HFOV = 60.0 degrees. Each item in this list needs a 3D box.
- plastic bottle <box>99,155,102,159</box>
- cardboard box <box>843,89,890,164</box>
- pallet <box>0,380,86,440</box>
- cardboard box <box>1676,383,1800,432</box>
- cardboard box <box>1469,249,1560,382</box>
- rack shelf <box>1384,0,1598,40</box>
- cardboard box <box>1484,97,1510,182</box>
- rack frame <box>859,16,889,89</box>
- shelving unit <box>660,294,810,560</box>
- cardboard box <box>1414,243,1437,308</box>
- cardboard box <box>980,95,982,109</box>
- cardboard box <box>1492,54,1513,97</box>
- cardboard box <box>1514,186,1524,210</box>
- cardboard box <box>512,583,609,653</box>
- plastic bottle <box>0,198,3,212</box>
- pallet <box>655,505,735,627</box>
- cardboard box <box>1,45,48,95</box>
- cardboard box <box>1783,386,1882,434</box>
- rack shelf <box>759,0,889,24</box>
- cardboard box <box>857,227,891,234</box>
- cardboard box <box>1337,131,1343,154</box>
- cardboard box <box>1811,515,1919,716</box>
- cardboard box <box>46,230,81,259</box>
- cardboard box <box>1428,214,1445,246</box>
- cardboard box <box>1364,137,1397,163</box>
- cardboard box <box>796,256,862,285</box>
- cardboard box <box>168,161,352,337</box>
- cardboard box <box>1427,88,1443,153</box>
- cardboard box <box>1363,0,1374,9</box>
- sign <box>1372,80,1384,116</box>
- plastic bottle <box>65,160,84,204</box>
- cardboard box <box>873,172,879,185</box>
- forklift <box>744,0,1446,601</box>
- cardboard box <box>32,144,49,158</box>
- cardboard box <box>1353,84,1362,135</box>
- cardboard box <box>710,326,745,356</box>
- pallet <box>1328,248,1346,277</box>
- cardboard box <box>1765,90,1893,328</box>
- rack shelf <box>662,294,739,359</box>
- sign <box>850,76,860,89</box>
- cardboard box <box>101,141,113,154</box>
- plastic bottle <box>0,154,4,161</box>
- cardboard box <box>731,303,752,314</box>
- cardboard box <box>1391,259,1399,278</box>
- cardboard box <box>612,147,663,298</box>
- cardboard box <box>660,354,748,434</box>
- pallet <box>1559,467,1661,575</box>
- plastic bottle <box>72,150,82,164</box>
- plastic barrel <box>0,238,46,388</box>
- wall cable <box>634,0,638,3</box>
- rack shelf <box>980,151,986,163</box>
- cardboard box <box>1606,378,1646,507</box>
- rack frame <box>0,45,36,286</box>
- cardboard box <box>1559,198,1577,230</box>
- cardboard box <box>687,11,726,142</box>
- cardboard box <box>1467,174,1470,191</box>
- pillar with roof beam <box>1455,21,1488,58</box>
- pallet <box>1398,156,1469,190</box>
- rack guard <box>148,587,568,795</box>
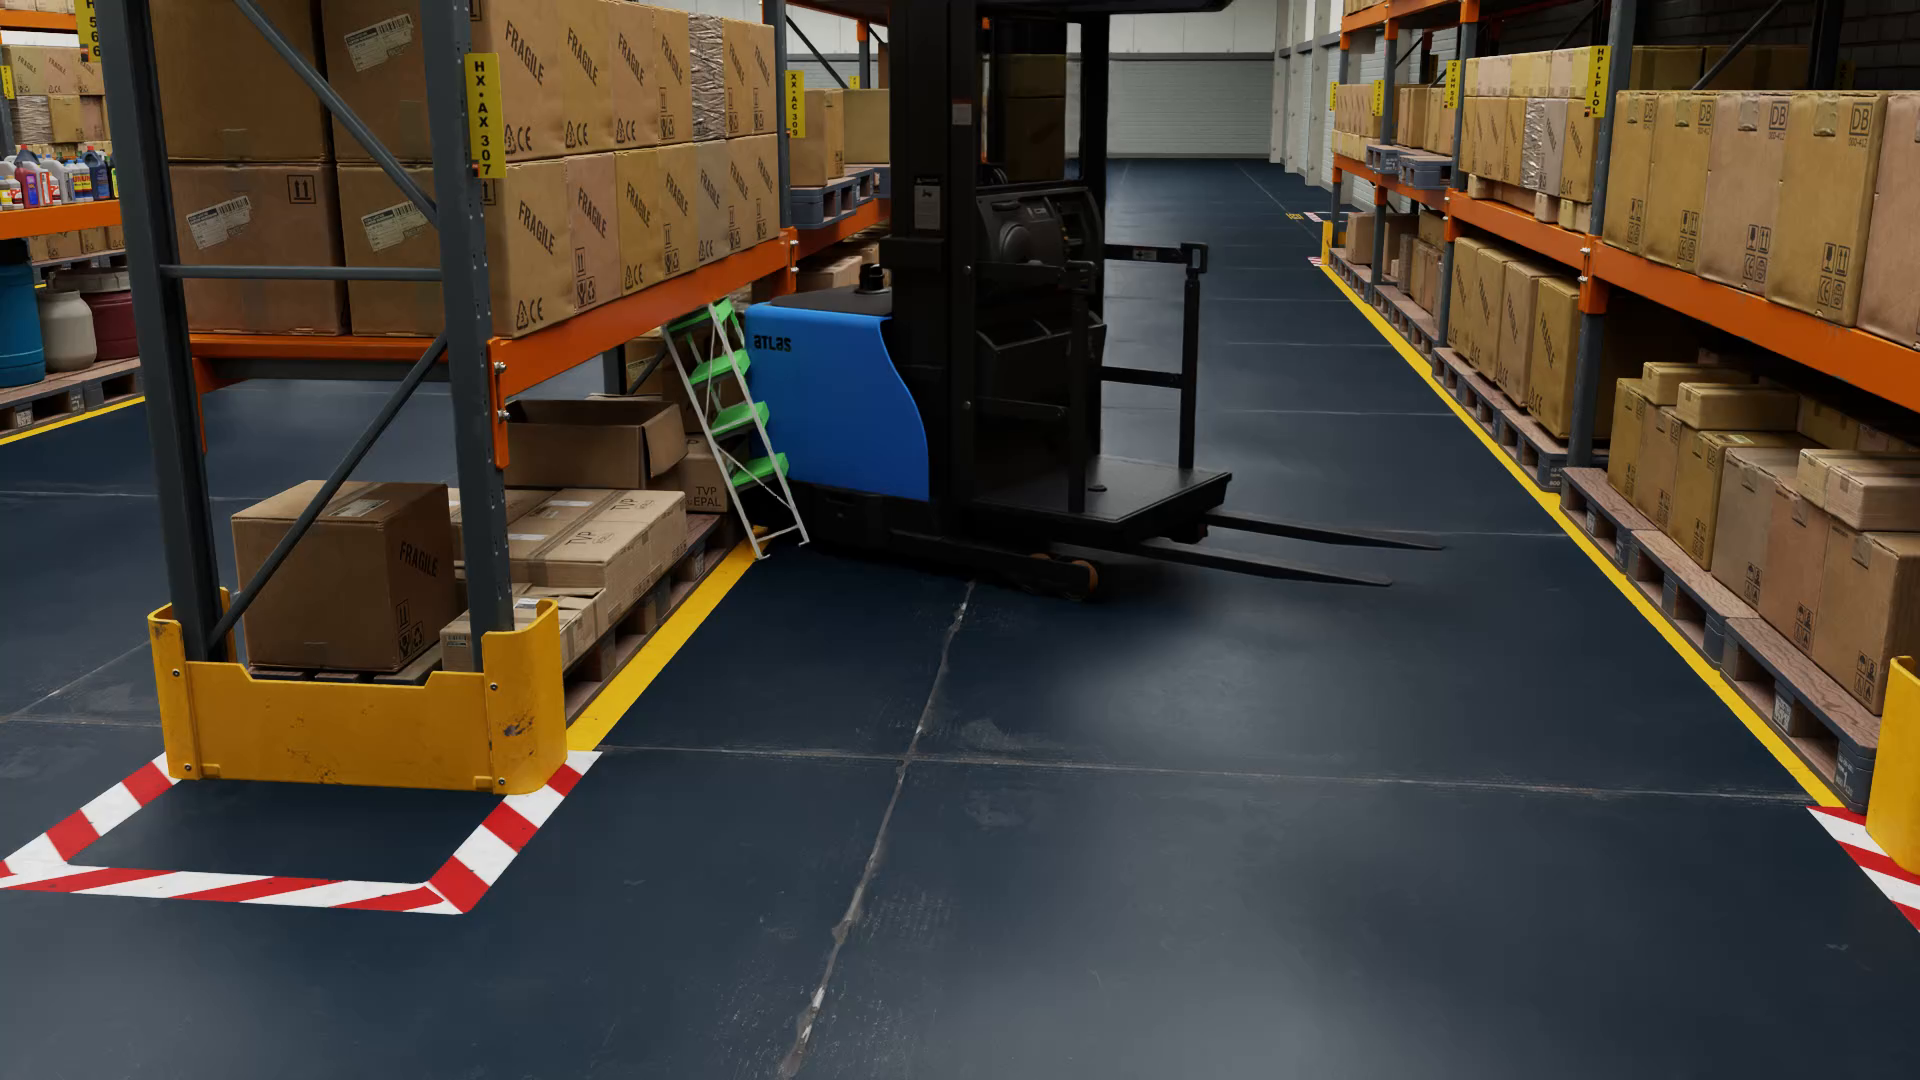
[{"bbox_3d":[-5.752,-2.446,11.184,0.061,0.283,0.133,2,15,6],"label":"plastic bottle"},{"bbox_3d":[-0.875,-2.897,11.634,0.700,0.500,0.500,-3,16,-13],"label":"cardboard box"},{"bbox_3d":[-6.160,-0.775,10.124,1.003,0.211,1.213,2,15,6],"label":"pallet"},{"bbox_3d":[3.090,-0.530,6.617,0.380,0.149,0.250,1,15,5],"label":"cardboard box"},{"bbox_3d":[3.688,-1.419,10.478,0.750,0.750,0.750,2,15,6],"label":"cardboard box"},{"bbox_3d":[4.232,-4.287,13.403,1.077,0.370,4.000,2,15,6],"label":"rack shelf"},{"bbox_3d":[3.572,-2.487,10.313,0.500,0.500,0.500,2,15,6],"label":"cardboard box"},{"bbox_3d":[-0.465,-3.850,16.155,1.000,3.000,0.127,2,15,6],"label":"rack frame"},{"bbox_3d":[-0.986,-0.558,7.378,0.258,1.200,0.503,-20,15,4],"label":"shelving unit"},{"bbox_3d":[4.285,-2.253,14.194,0.700,0.500,0.500,2,15,7],"label":"cardboard box"},{"bbox_3d":[0.045,-4.945,18.769,0.380,0.149,0.250,2,15,7],"label":"cardboard box"},{"bbox_3d":[3.586,-2.852,10.227,0.500,0.250,0.500,2,15,7],"label":"cardboard box"},{"bbox_3d":[3.577,-2.080,10.050,0.380,0.149,0.250,2,15,7],"label":"cardboard box"},{"bbox_3d":[-1.402,0.254,5.561,0.380,0.166,0.250,2,15,6],"label":"cardboard box"},{"bbox_3d":[-5.777,-2.093,9.903,0.097,0.271,0.097,0,15,0],"label":"plastic bottle"},{"bbox_3d":[-1.581,0.066,7.014,1.003,0.211,1.213,2,15,6],"label":"pallet"},{"bbox_3d":[-10.004,-4.927,17.459,0.500,0.500,0.500,2,15,6],"label":"cardboard box"},{"bbox_3d":[3.466,-0.510,6.543,0.380,0.149,0.250,2,15,7],"label":"cardboard box"},{"bbox_3d":[-1.142,-3.395,10.102,1.077,0.370,4.000,2,15,6],"label":"rack shelf"},{"bbox_3d":[-0.821,-2.767,15.537,0.500,0.311,0.500,2,15,6],"label":"cardboard box"},{"bbox_3d":[4.494,-4.428,18.540,0.500,0.250,0.500,1,15,5],"label":"cardboard box"},{"bbox_3d":[3.083,0.226,5.063,0.700,0.500,0.500,2,15,6],"label":"cardboard box"},{"bbox_3d":[-10.166,-3.391,18.439,0.500,0.500,0.500,7,17,24],"label":"cardboard box"},{"bbox_3d":[4.290,-2.632,14.160,0.500,0.250,0.500,1,15,5],"label":"cardboard box"},{"bbox_3d":[4.210,-3.774,16.123,0.500,0.250,0.500,2,15,6],"label":"cardboard box"},{"bbox_3d":[-0.902,-1.651,10.531,0.500,0.250,0.500,1,15,5],"label":"cardboard box"},{"bbox_3d":[-2.039,-0.911,5.091,0.500,0.500,0.500,2,15,8],"label":"cardboard box"},{"bbox_3d":[4.168,-3.375,13.361,0.700,0.500,0.500,2,15,6],"label":"cardboard box"},{"bbox_3d":[4.364,-5.625,16.742,0.500,0.500,0.500,1,15,4],"label":"cardboard box"},{"bbox_3d":[3.918,-4.137,15.558,0.100,0.325,0.005,2,15,6],"label":"sign"},{"bbox_3d":[-5.687,-2.299,10.663,0.097,0.271,0.097,0,15,0],"label":"plastic bottle"},{"bbox_3d":[-0.832,-2.863,12.674,0.500,0.311,0.500,3,15,10],"label":"cardboard box"},{"bbox_3d":[0.522,-1.324,6.943,3.031,2.935,1.130,10,18,32],"label":"forklift"},{"bbox_3d":[-9.943,-4.133,17.682,0.380,0.149,0.250,2,15,6],"label":"cardboard box"},{"bbox_3d":[4.322,-4.396,16.987,0.500,0.500,0.500,1,15,5],"label":"cardboard box"},{"bbox_3d":[-1.071,-0.900,9.188,0.500,0.500,0.500,1,15,4],"label":"cardboard box"},{"bbox_3d":[4.774,-3.167,18.971,1.003,0.211,1.213,2,15,6],"label":"pallet"},{"bbox_3d":[3.222,-1.060,5.259,0.980,0.700,0.700,2,15,6],"label":"cardboard box"},{"bbox_3d":[-1.131,-0.933,7.271,0.258,0.148,0.480,-20,15,4],"label":"rack shelf"},{"bbox_3d":[-1.017,-4.322,16.091,0.100,0.325,0.005,2,15,6],"label":"sign"},{"bbox_3d":[-9.828,-4.458,18.884,0.380,0.149,0.250,2,15,6],"label":"cardboard box"},{"bbox_3d":[-6.386,-2.432,11.005,0.144,0.351,0.185,2,15,6],"label":"plastic bottle"},{"bbox_3d":[-1.476,-1.176,10.209,0.500,0.500,0.500,2,15,7],"label":"cardboard box"},{"bbox_3d":[4.488,-2.690,16.448,0.380,0.166,0.250,0,15,-1],"label":"cardboard box"},{"bbox_3d":[-1.394,-1.158,6.006,0.500,0.500,0.500,2,15,6],"label":"cardboard box"},{"bbox_3d":[-1.150,-0.625,8.173,0.500,0.500,0.500,2,15,6],"label":"cardboard box"},{"bbox_3d":[3.391,-0.090,7.589,1.003,0.211,1.213,2,15,6],"label":"pallet"},{"bbox_3d":[-6.320,-2.647,11.930,0.061,0.283,0.133,2,15,6],"label":"plastic bottle"},{"bbox_3d":[-6.131,-1.436,10.443,0.600,0.901,0.708,2,15,6],"label":"plastic barrel"},{"bbox_3d":[-11.147,-18.224,51.302,2.305,6.003,0.169,2,15,6],"label":"wall cable"},{"bbox_3d":[-0.239,-4.022,18.167,1.077,0.370,4.000,2,15,6],"label":"rack shelf"},{"bbox_3d":[3.369,-0.436,7.511,0.700,0.500,0.500,2,15,7],"label":"cardboard box"},{"bbox_3d":[-10.308,-4.143,17.238,1.000,3.000,0.127,2,15,6],"label":"rack frame"},{"bbox_3d":[3.317,-1.681,8.576,0.380,0.149,0.250,2,15,7],"label":"cardboard box"},{"bbox_3d":[-1.280,-1.904,6.850,0.500,0.500,0.500,2,15,7],"label":"cardboard box"},{"bbox_3d":[3.739,-2.478,11.522,0.380,0.149,0.250,1,15,5],"label":"cardboard box"},{"bbox_3d":[1.412,-7.559,18.376,9.100,9.000,0.400,2,15,6],"label":"pillar with roof beam"},{"bbox_3d":[3.981,-2.763,12.503,1.213,0.211,1.003,2,15,6],"label":"pallet"},{"bbox_3d":[-1.810,0.449,5.044,1.175,0.500,0.348,2,15,6],"label":"rack guard"}]
